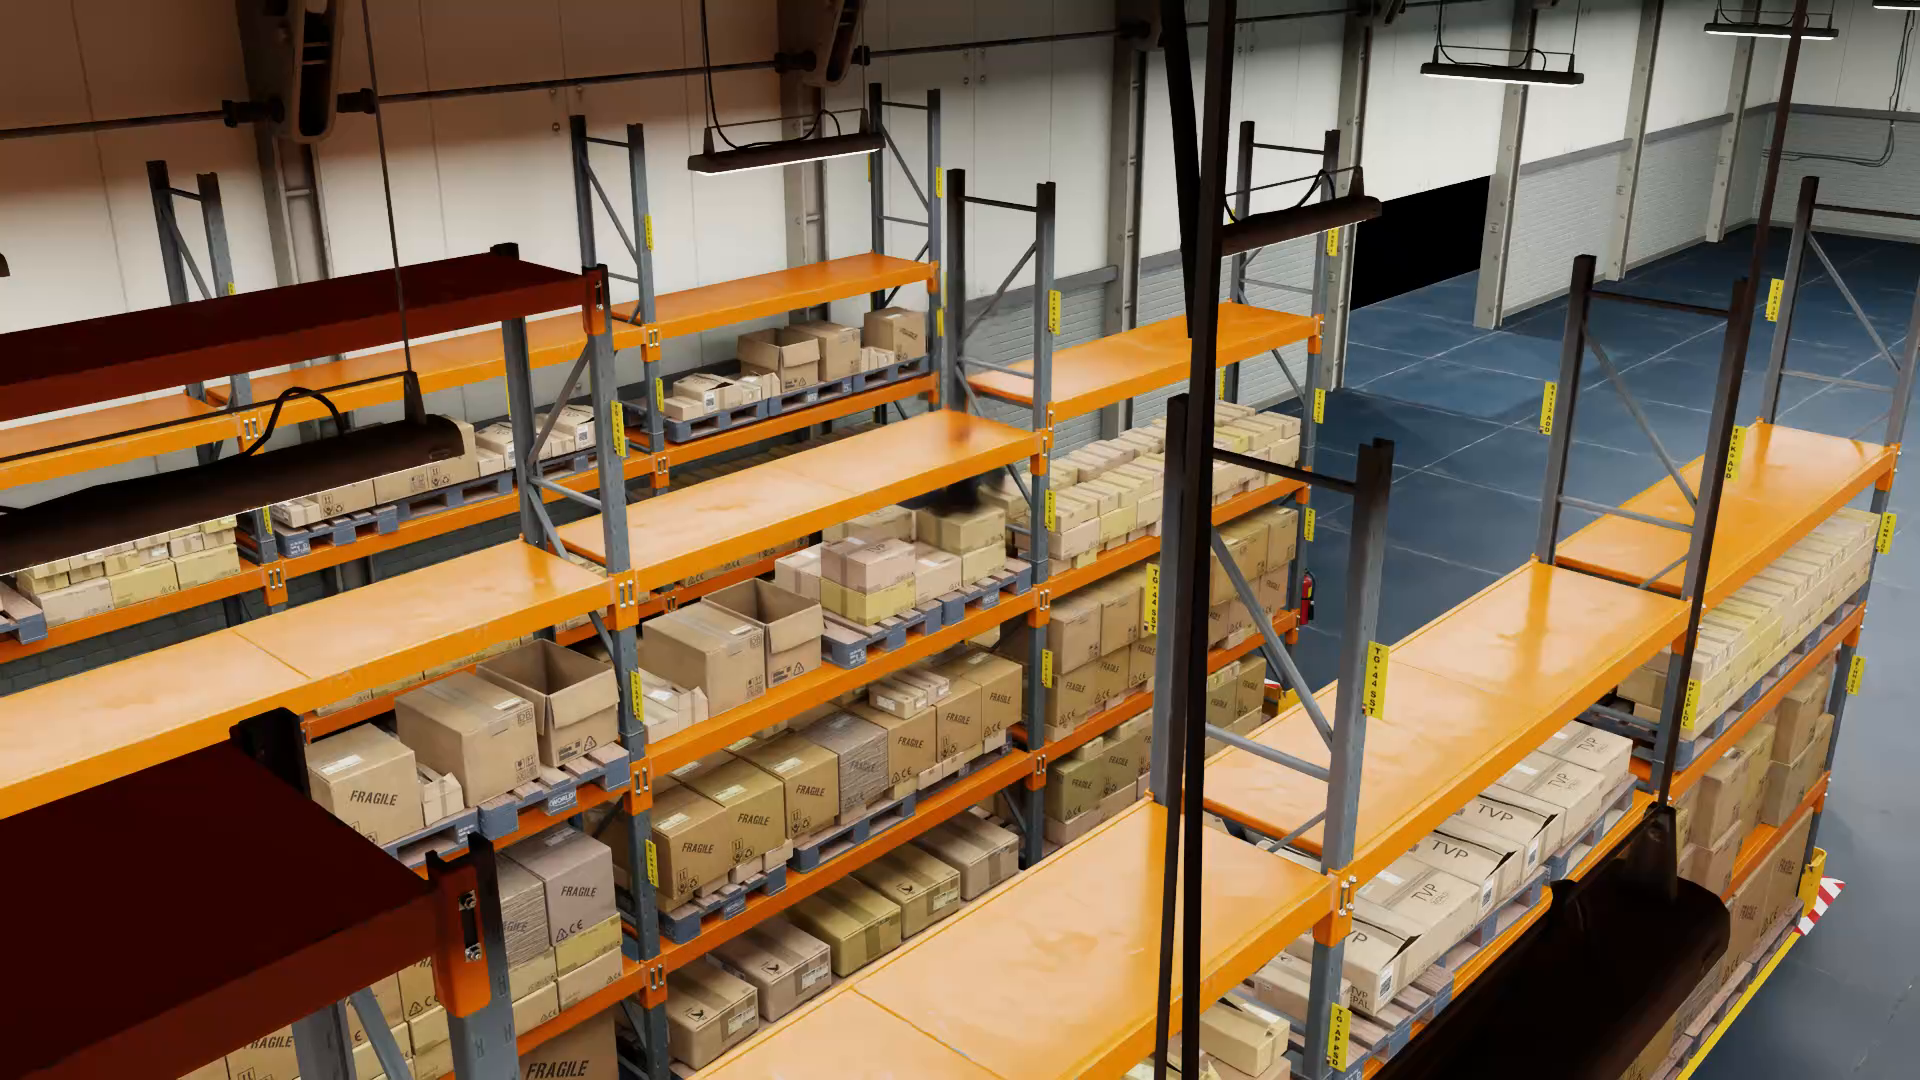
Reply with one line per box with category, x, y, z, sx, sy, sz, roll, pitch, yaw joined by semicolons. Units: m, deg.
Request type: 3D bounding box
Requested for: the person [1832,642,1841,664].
person;8.045;1.326;16.046;0.676;1.768;0.952;2;21;5
